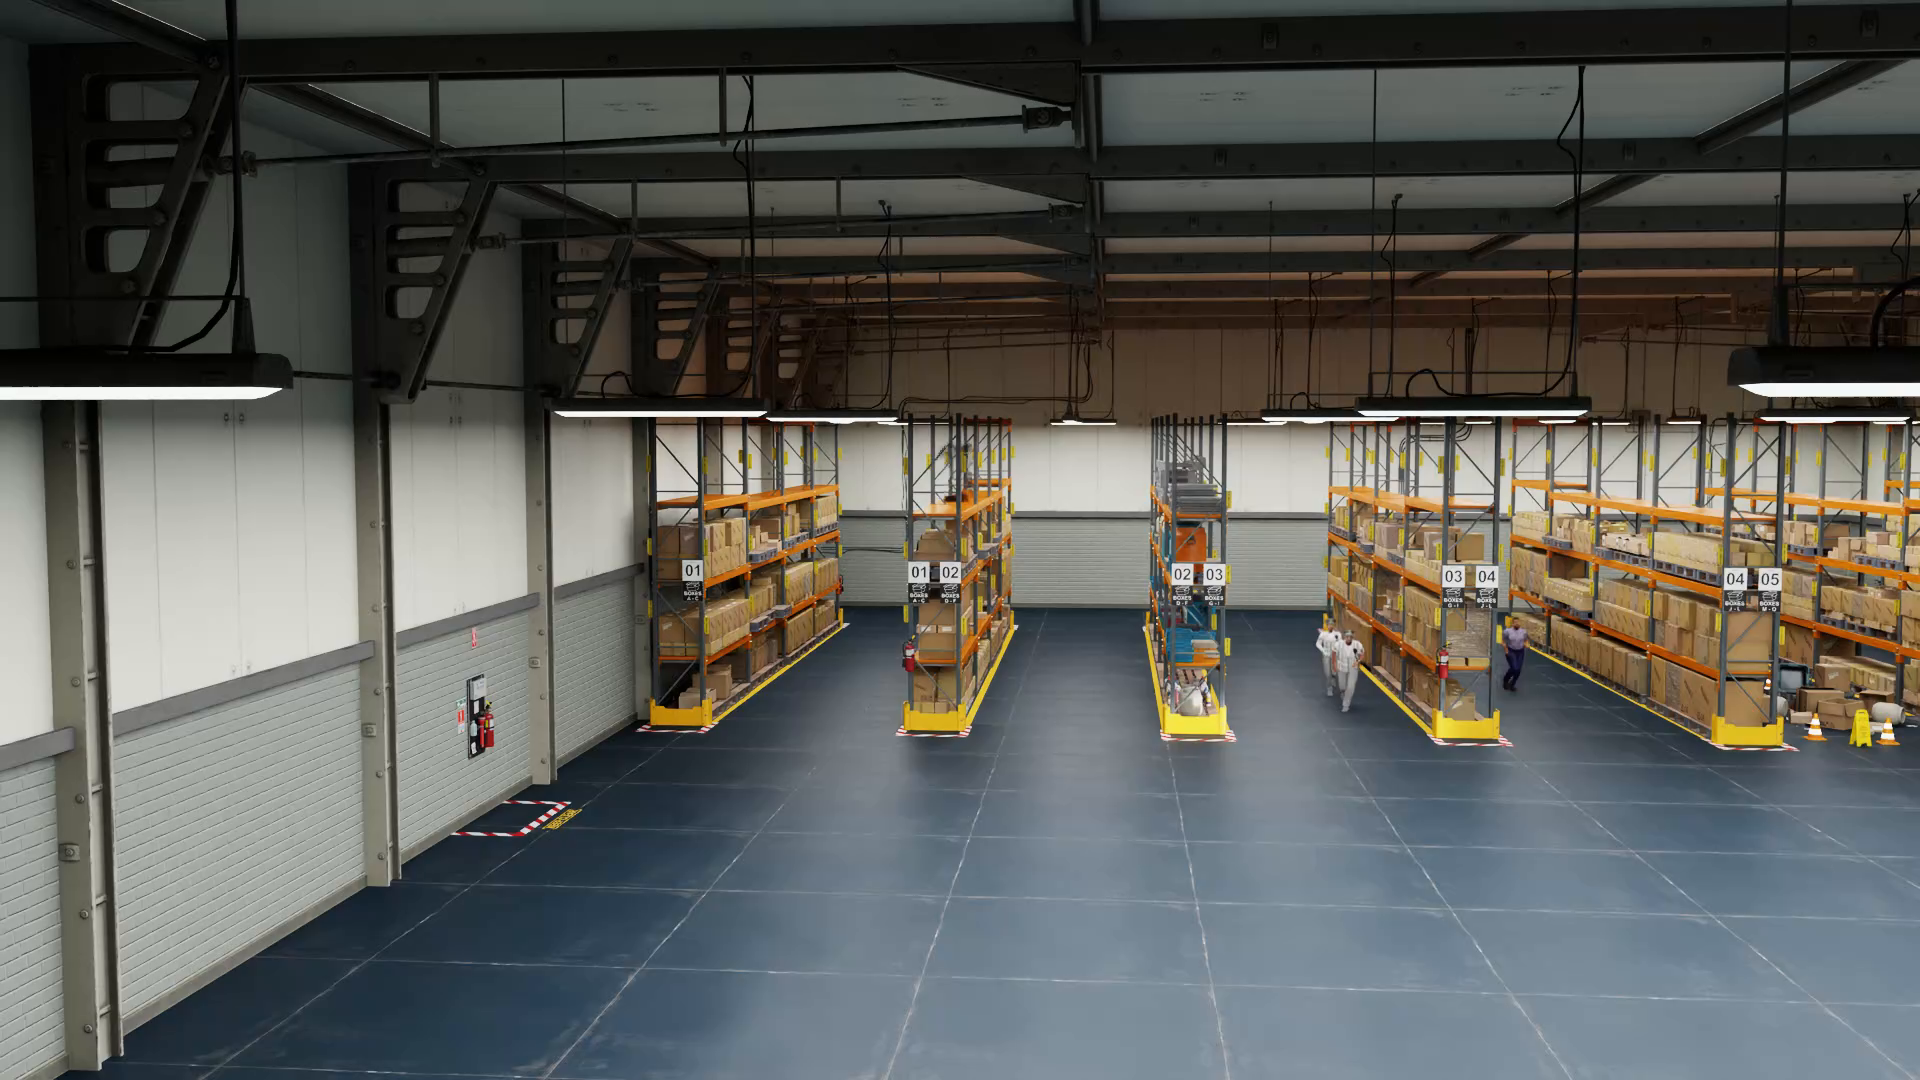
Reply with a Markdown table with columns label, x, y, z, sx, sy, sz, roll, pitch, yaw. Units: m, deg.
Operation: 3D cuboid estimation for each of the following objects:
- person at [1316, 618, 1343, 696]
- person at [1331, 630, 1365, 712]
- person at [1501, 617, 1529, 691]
| label | x | y | z | sx | sy | sz | roll | pitch | yaw |
| --- | --- | --- | --- | --- | --- | --- | --- | --- | --- |
| person | 7.969 | 2.505 | 35.756 | 0.616 | 1.653 | 0.554 | 1 | 4 | 9 |
| person | 7.865 | 2.628 | 33.717 | 0.657 | 1.707 | 0.766 | 1 | 4 | 9 |
| person | 12.080 | 2.484 | 36.101 | 0.586 | 1.613 | 0.583 | 0 | 4 | -4 |
